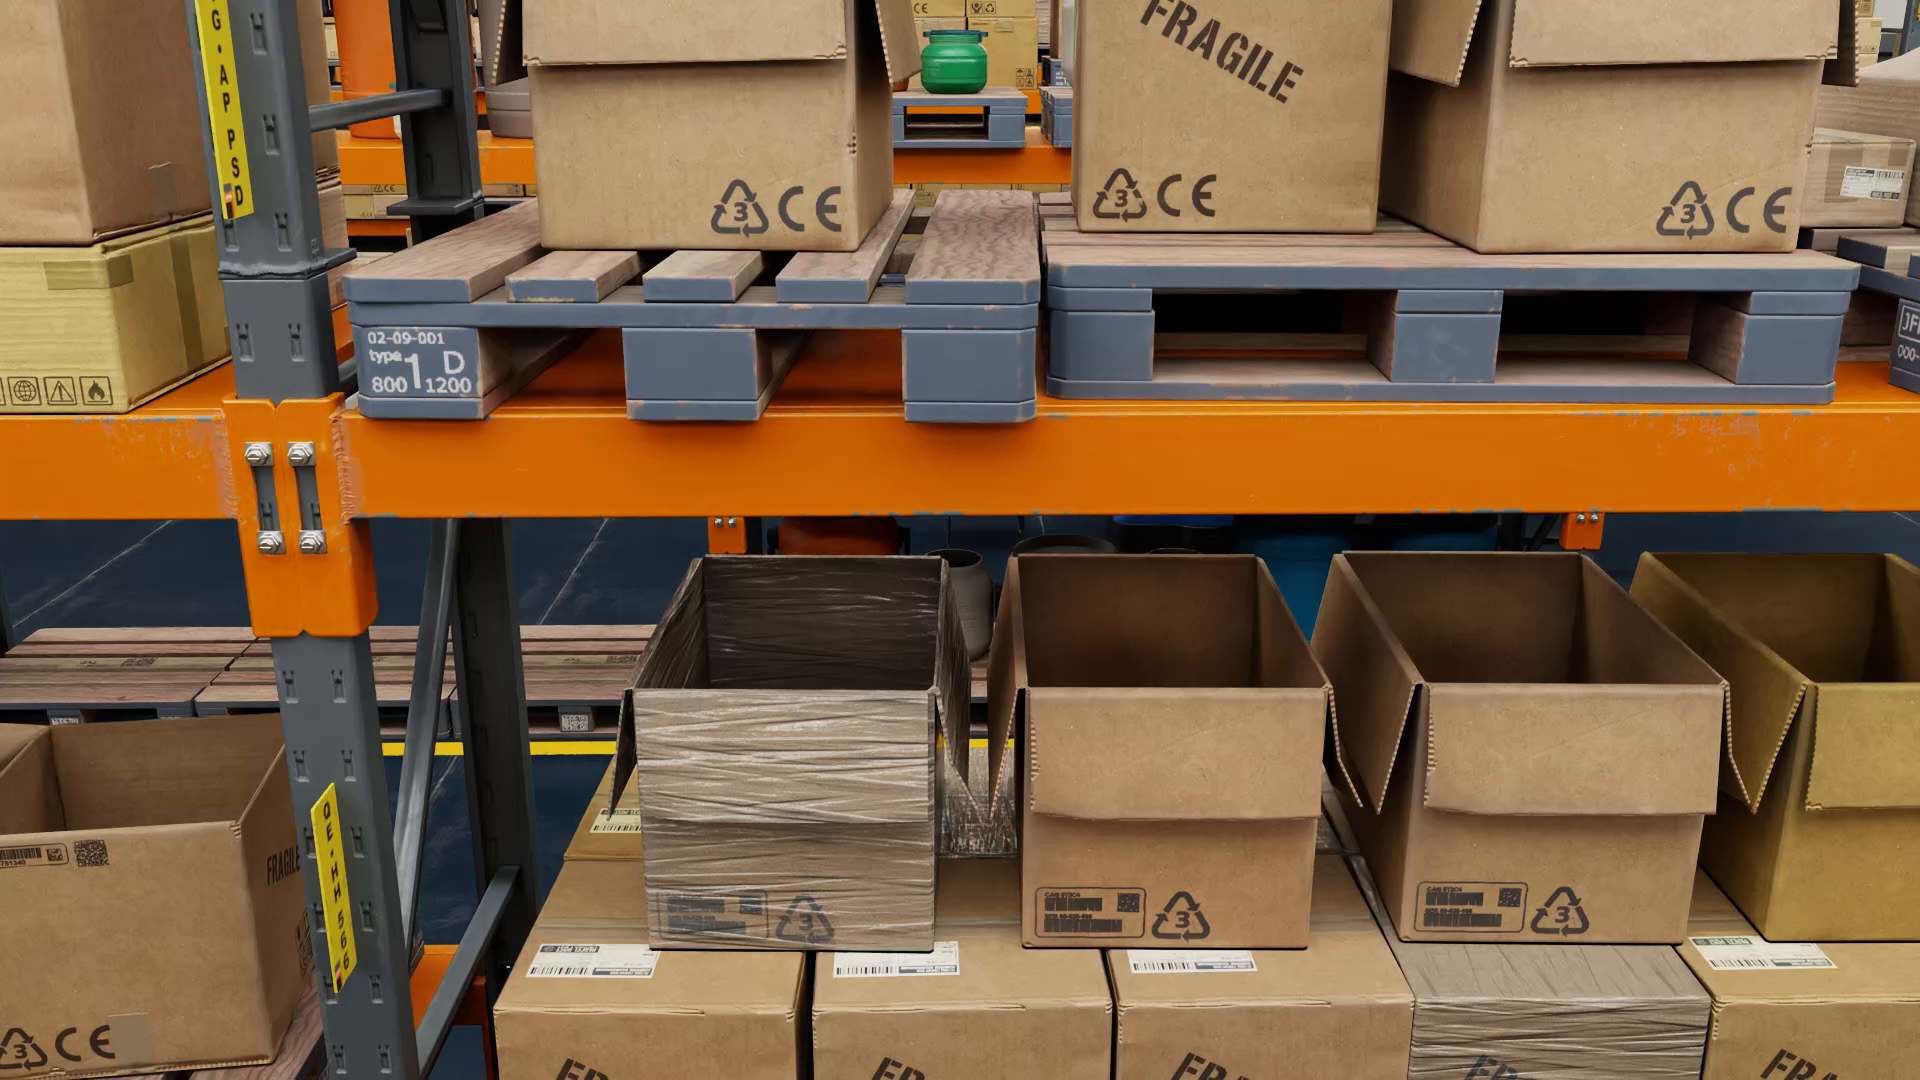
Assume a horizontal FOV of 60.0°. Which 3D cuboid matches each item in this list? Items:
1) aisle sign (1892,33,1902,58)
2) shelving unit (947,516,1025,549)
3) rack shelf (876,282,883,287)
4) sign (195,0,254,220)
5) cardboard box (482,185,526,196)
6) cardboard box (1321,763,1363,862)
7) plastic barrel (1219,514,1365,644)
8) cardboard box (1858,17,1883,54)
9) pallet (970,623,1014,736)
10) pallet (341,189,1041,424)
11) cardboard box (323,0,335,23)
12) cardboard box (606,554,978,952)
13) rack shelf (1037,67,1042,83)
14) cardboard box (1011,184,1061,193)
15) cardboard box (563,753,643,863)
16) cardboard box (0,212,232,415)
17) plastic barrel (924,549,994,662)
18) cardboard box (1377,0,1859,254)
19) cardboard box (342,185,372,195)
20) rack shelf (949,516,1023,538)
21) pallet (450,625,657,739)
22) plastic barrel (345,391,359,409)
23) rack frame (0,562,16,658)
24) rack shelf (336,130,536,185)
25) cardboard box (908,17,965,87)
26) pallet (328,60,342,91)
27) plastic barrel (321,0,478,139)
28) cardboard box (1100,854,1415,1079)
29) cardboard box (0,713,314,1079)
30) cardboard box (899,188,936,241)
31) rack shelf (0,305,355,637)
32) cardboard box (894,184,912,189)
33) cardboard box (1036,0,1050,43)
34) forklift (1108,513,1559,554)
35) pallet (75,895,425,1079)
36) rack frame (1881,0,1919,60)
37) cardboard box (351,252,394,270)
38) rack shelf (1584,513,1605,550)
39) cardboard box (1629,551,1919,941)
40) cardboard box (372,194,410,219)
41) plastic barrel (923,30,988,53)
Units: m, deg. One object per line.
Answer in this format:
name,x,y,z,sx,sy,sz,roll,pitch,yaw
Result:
aisle sign,6.908,-3.307,12.191,0.004,0.787,0.394,0,18,-1
shelving unit,0.165,-1.001,10.729,0.503,2.100,0.431,0,18,-1
rack shelf,0.835,-1.791,12.898,4.000,0.370,1.077,0,18,-1
sign,-1.005,-0.607,2.273,0.005,0.325,0.100,0,18,-1
cardboard box,-4.736,-3.867,17.307,0.500,0.500,0.700,0,18,-1
cardboard box,1.004,0.770,3.574,0.500,0.500,0.500,0,18,0
plastic barrel,1.657,0.170,8.356,0.708,0.901,0.600,0,18,-1
cardboard box,6.325,-3.677,12.116,0.500,0.250,0.500,0,18,-1
pallet,-0.302,0.700,8.520,1.213,0.211,1.003,0,18,-1
pallet,-0.369,-0.456,2.957,1.003,0.211,1.213,1,18,2
cardboard box,-4.547,-4.010,12.056,0.500,0.500,0.500,0,18,0
cardboard box,-0.280,0.378,3.154,0.637,0.503,0.797,0,18,1
rack shelf,0.753,-4.732,17.156,4.000,0.370,1.077,0,18,-1
cardboard box,0.784,-3.767,17.195,0.500,0.500,0.500,0,18,1
cardboard box,-0.522,0.776,3.555,0.500,0.500,0.500,0,18,1
cardboard box,-1.483,-0.378,2.651,0.500,0.250,0.500,0,18,-1
plastic barrel,-0.038,0.336,8.475,0.421,0.512,0.421,0,18,0
cardboard box,1.031,-0.792,2.840,0.637,0.503,0.797,-1,18,-2
cardboard box,-6.213,-3.812,17.005,0.500,0.500,0.500,0,18,-1
rack shelf,0.166,-0.321,10.947,0.480,0.518,0.431,0,18,-1
pallet,-1.865,0.708,8.493,1.213,0.211,1.003,0,18,-1
plastic barrel,-2.963,-0.600,7.784,0.433,0.535,0.433,0,18,0
rack frame,-5.089,-0.592,7.982,0.127,3.000,1.000,0,18,-1
rack shelf,-3.090,-1.687,7.664,4.000,0.370,1.077,0,18,-1
cardboard box,-0.219,-3.615,12.331,0.500,0.500,0.910,0,18,-1
pallet,-4.282,-3.450,12.295,1.217,0.209,0.805,-1,18,-3
plastic barrel,-2.568,-2.303,7.703,0.708,0.830,0.600,0,18,-1
cardboard box,0.506,0.928,3.081,0.500,0.500,0.500,-1,18,-2
cardboard box,-1.551,0.669,3.201,0.500,0.500,0.500,-2,18,-8
cardboard box,-0.536,-2.409,12.796,0.500,0.500,0.700,-6,19,-19
rack shelf,-3.011,-0.175,2.948,4.000,0.370,1.077,0,18,-1
cardboard box,-0.757,-3.760,17.175,0.500,0.500,0.500,0,18,1
cardboard box,0.814,-5.366,17.069,0.500,0.500,0.700,0,18,-1
forklift,2.490,-1.325,10.379,3.031,2.935,1.130,1,18,4
pallet,-1.723,1.029,3.244,1.003,0.211,1.213,0,18,-1
rack frame,6.835,-5.019,11.962,0.127,3.000,1.000,0,18,-1
cardboard box,-4.672,-2.049,12.770,0.500,0.250,0.500,1,18,3
rack shelf,4.909,-0.298,8.242,4.000,0.370,1.077,0,18,-1
cardboard box,1.663,0.362,3.201,0.637,0.503,0.797,0,18,0
cardboard box,-5.715,-3.461,17.139,0.500,0.250,0.500,0,18,-1
plastic barrel,-0.020,-2.224,7.697,0.301,0.262,0.301,0,18,0
